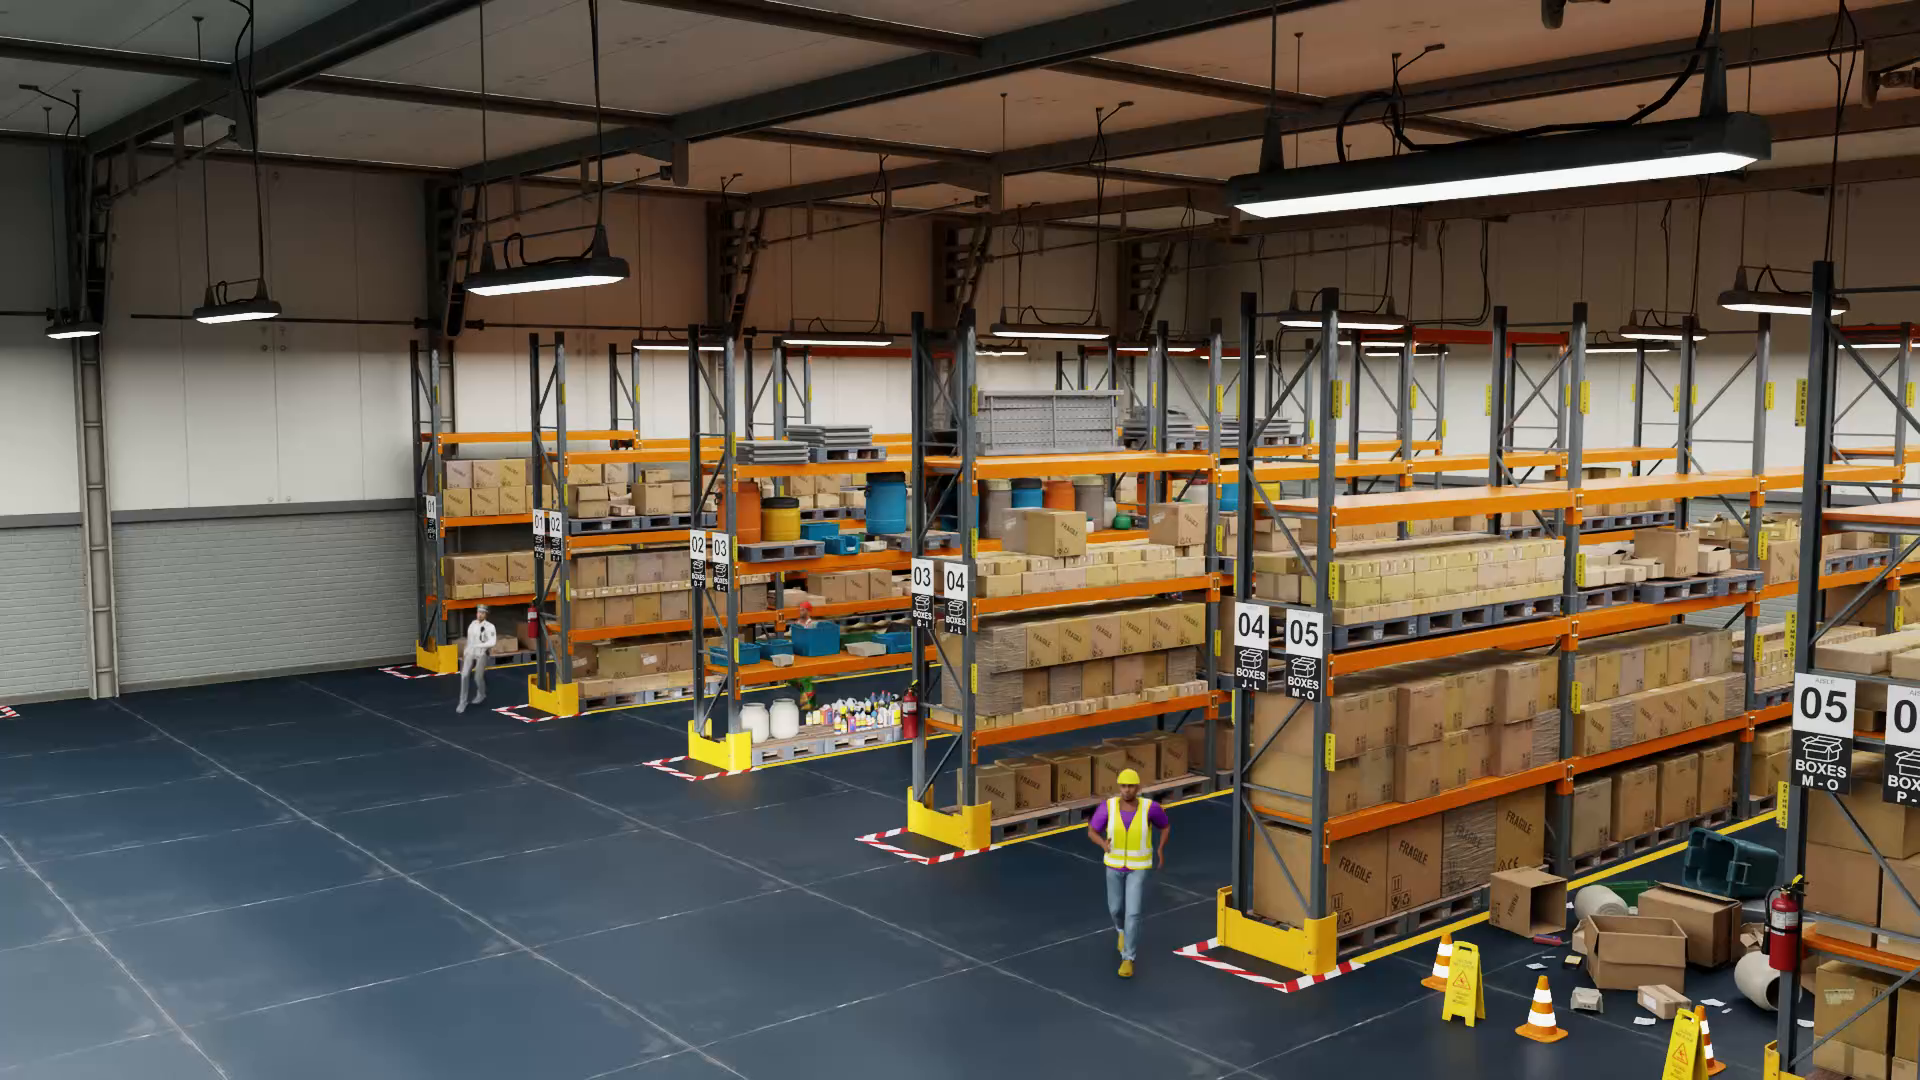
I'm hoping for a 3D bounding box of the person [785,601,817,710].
[{"bbox_3d":[-2.522,1.844,26.367,0.664,1.738,0.603,4,7,38],"label":"person"}]

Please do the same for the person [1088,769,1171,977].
[{"bbox_3d":[1.482,2.903,14.778,0.719,1.759,0.849,1,5,15],"label":"person"}]

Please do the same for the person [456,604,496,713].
[{"bbox_3d":[-7.711,1.863,26.562,0.579,1.690,0.821,1,5,10],"label":"person"}]
